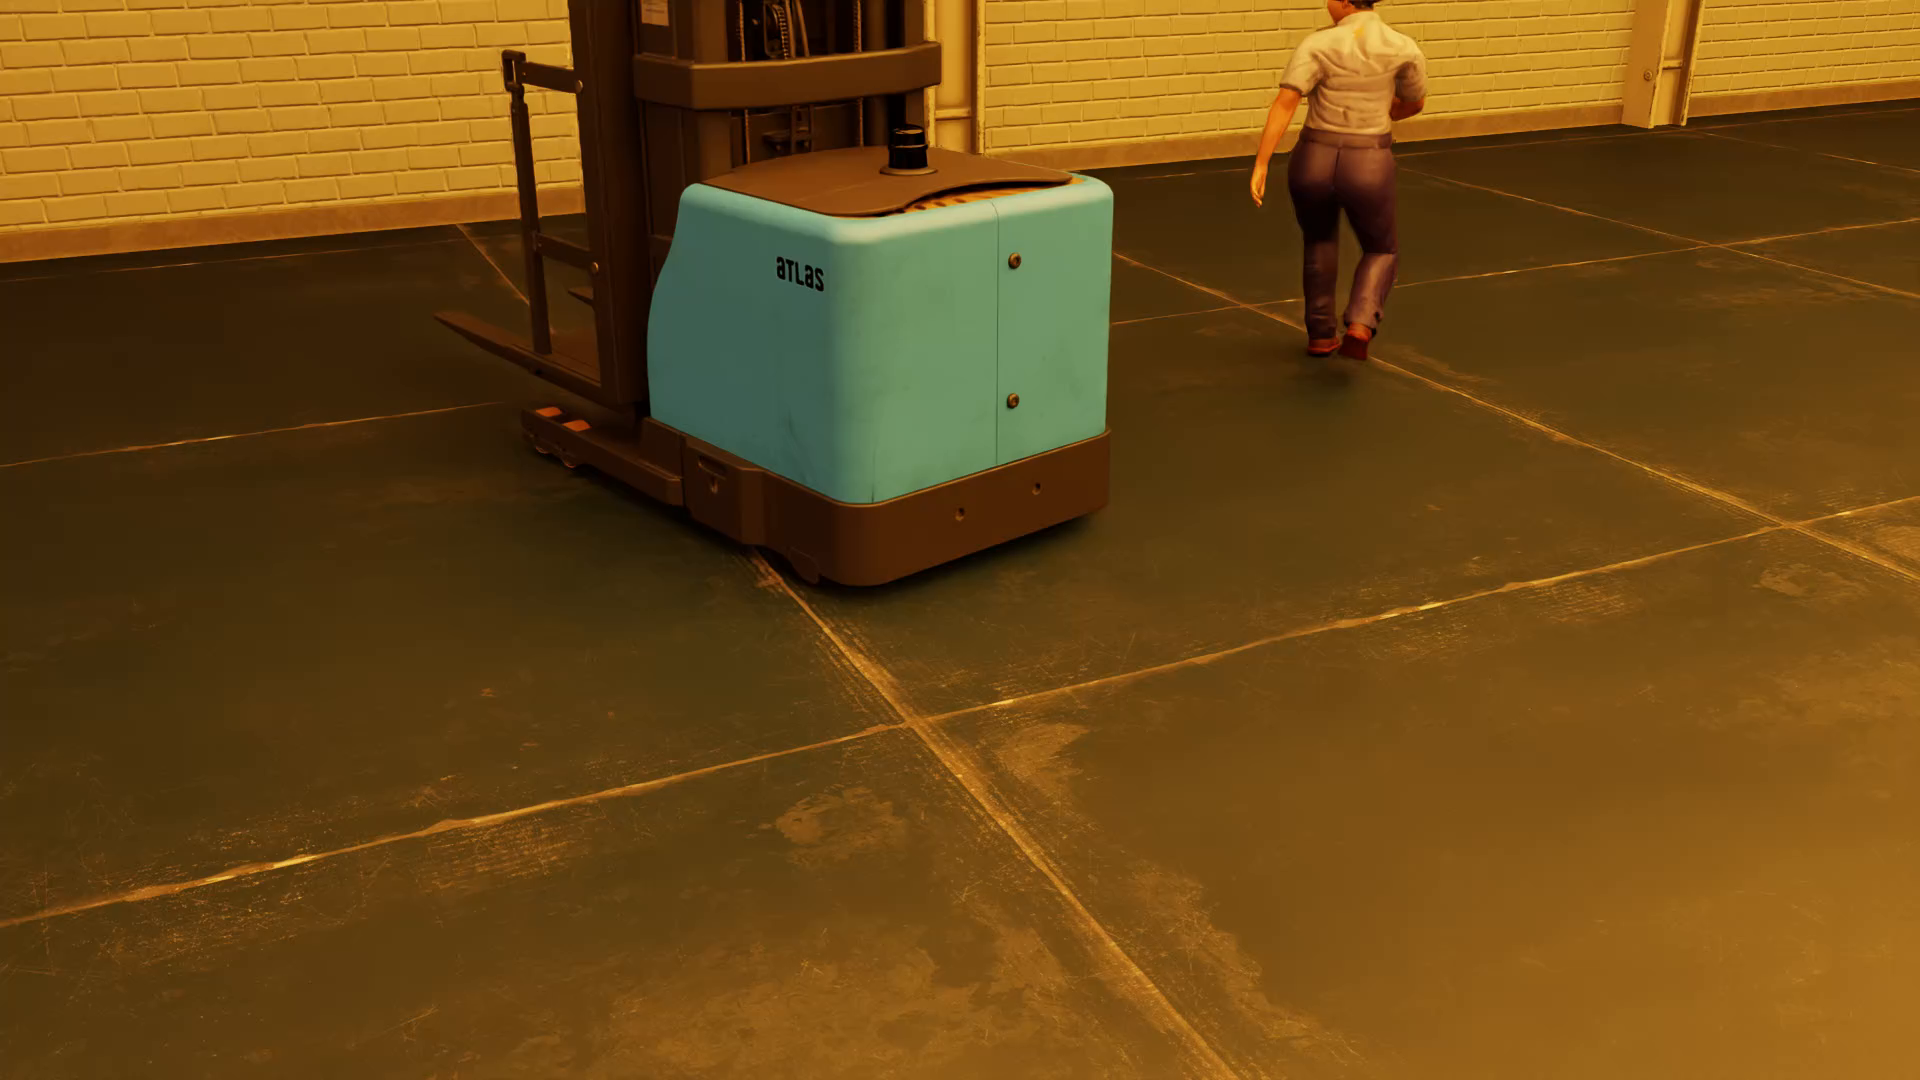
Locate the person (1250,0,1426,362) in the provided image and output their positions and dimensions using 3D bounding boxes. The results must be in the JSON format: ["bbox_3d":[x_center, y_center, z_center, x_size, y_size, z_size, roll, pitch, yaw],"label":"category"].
[{"bbox_3d":[1.507,-1.472,6.610,0.597,1.589,0.639,9,24,20],"label":"person"}]

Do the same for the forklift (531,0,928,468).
[{"bbox_3d":[-0.881,-1.712,5.407,1.121,2.935,3.031,-19,29,-37],"label":"forklift"}]
